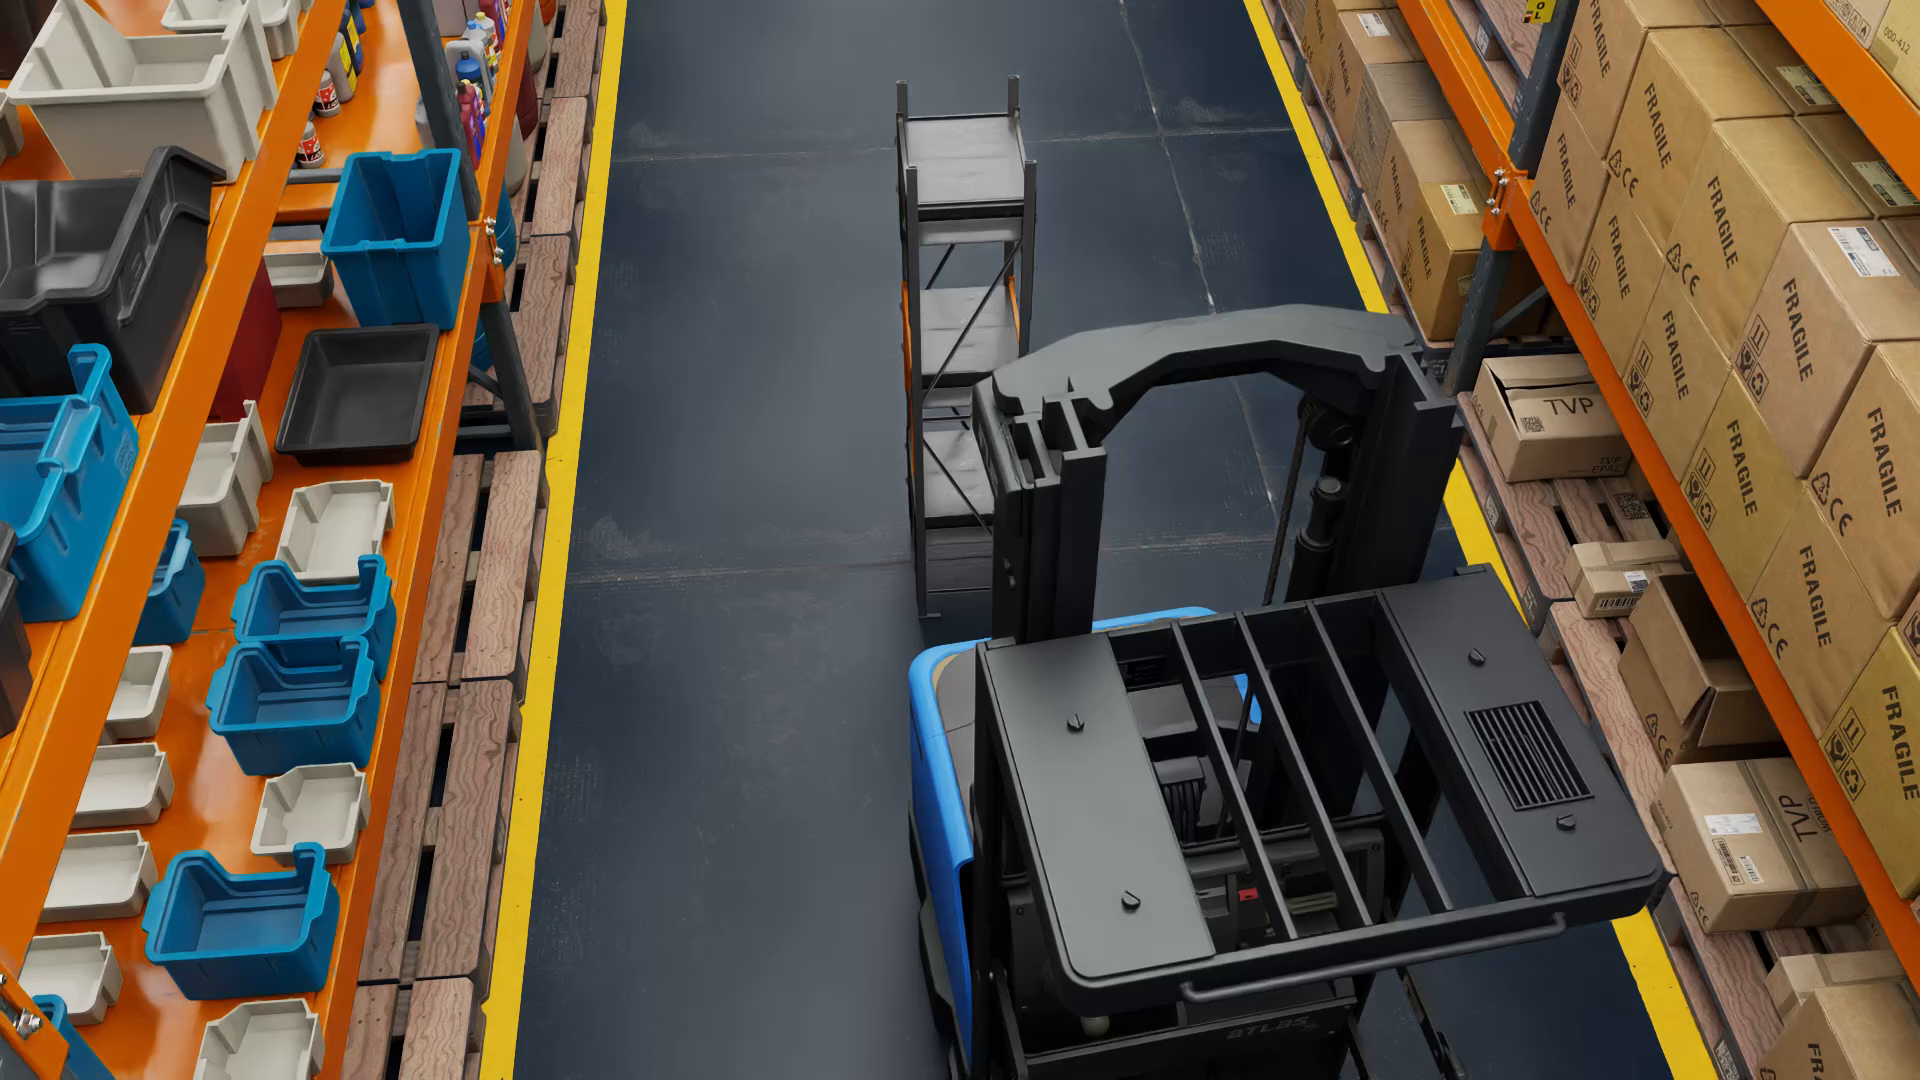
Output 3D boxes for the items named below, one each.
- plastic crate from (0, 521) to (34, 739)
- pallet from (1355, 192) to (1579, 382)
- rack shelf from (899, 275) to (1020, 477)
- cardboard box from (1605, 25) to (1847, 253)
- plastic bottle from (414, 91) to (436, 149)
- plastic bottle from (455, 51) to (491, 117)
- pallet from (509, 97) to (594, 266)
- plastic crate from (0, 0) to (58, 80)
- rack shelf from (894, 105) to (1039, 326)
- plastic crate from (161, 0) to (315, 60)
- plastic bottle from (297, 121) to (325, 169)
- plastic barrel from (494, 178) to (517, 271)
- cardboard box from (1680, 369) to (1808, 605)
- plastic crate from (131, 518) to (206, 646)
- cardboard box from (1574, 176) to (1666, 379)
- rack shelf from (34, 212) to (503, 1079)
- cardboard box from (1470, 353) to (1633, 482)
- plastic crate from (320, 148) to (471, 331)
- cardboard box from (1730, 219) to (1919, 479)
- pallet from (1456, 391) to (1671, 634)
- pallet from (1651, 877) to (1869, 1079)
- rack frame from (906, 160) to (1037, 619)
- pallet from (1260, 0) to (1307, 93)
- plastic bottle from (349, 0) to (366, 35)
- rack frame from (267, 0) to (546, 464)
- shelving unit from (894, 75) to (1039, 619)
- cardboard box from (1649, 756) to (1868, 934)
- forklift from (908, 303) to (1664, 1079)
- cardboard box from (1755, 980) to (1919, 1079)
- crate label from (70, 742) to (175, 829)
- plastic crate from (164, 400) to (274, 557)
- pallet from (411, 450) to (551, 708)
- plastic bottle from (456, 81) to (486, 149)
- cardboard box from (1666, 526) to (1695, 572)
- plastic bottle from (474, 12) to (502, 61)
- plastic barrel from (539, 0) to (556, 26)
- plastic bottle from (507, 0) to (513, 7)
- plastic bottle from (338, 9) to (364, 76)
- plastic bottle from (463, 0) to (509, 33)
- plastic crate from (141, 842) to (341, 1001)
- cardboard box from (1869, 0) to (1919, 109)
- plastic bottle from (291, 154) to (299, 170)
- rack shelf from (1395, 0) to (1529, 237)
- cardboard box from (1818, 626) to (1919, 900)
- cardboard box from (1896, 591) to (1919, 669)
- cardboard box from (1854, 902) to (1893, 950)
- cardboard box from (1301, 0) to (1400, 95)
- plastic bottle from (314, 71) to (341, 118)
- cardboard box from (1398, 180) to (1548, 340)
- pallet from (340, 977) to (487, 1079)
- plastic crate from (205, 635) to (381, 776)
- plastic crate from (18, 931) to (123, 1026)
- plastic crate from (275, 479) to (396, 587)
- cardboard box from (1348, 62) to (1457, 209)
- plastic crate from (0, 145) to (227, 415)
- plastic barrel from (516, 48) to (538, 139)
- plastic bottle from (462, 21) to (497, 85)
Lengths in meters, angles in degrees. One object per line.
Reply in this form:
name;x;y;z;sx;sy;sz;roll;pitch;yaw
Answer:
plastic crate;-1.716;0.286;2.573;0.497;0.269;0.590;-3;47;-3
pallet;2.534;-1.251;7.926;1.003;0.211;1.213;-3;47;-3
rack shelf;0.014;-0.593;6.021;0.431;0.518;0.480;-3;47;-3
cardboard box;2.443;-1.271;5.267;0.500;0.500;0.500;-5;47;-5
plastic bottle;-2.006;-1.612;6.382;0.144;0.351;0.185;-3;47;-3
plastic bottle;-1.949;-1.822;6.635;0.097;0.271;0.097;0;47;0
pallet;-2.425;-1.812;8.458;1.003;0.211;1.213;-3;47;-3
plastic crate;-2.465;-1.397;4.168;0.497;0.269;0.590;-3;47;-3
rack shelf;0.014;-1.074;5.512;0.431;0.518;0.480;-3;47;-3
plastic crate;-1.811;-1.369;4.233;0.293;0.136;0.466;-3;47;-3
plastic bottle;-2.529;-1.544;6.420;0.097;0.201;0.097;0;47;0
plastic barrel;-2.384;-1.656;7.544;0.600;0.901;0.708;-3;47;-3
cardboard box;2.541;-0.173;4.915;0.500;0.500;0.500;-4;47;-4
plastic crate;-2.389;0.135;4.767;0.416;0.233;0.300;-3;47;-3
cardboard box;2.457;-0.903;5.607;0.500;0.500;0.500;-3;47;-3
rack shelf;-2.129;0.369;4.967;1.077;0.370;4.000;-3;47;-3
cardboard box;2.460;-0.534;6.875;0.500;0.311;0.500;-3;47;-3
plastic crate;-1.917;-1.024;5.760;0.392;0.384;0.575;-3;47;-3
cardboard box;2.529;-0.525;4.561;0.500;0.500;0.500;-2;47;-2
pallet;2.697;-0.168;6.901;1.003;0.211;1.213;-3;47;-3
pallet;2.901;1.597;5.229;1.003;0.211;1.213;-3;47;-3
rack frame;0.034;-0.426;5.844;0.400;2.100;0.015;-3;47;-3
pallet;2.330;-3.017;9.598;1.003;0.211;1.213;-3;47;-3
plastic bottle;-2.613;-2.295;7.082;0.097;0.271;0.097;0;47;0
rack frame;-2.296;-1.326;6.076;1.000;3.000;0.127;-3;47;-3
shelving unit;0.014;-0.602;6.011;0.431;2.100;0.503;-3;47;-3
cardboard box;2.634;0.997;5.467;0.500;0.250;0.500;-3;47;-3
forklift;0.622;1.047;3.877;1.130;2.935;3.031;-8;47;-8
cardboard box;2.684;1.600;4.724;0.500;0.500;0.500;-3;47;-3
crate label;-2.268;0.649;4.346;0.396;0.136;0.243;-3;47;-3
plastic crate;-2.352;-0.190;5.040;0.437;0.282;0.530;-3;47;-3
pallet;-2.196;0.163;6.587;1.003;0.211;1.213;-3;47;-3
plastic bottle;-1.913;-1.673;6.486;0.061;0.283;0.133;-3;47;-3
cardboard box;3.033;0.087;6.287;0.500;0.311;0.500;-3;47;-3
plastic bottle;-1.985;-2.107;6.953;0.097;0.201;0.097;0;47;0
plastic barrel;-2.573;-3.265;9.118;0.600;0.830;0.708;-3;47;-3
plastic bottle;-2.052;-2.479;7.254;0.152;0.276;0.135;-3;47;-3
plastic bottle;-2.571;-2.096;6.840;0.144;0.351;0.185;-3;47;-3
plastic bottle;-2.033;-2.311;7.095;0.152;0.276;0.135;-3;47;-3
plastic crate;-1.709;0.930;4.013;0.416;0.233;0.300;-3;47;-3
cardboard box;2.558;-1.152;3.949;0.500;0.250;0.500;-3;47;-3
plastic bottle;-2.651;-1.549;6.373;0.152;0.276;0.135;-3;47;-3
rack shelf;2.473;-2.824;7.990;1.077;0.370;4.000;-3;47;-3
cardboard box;2.619;0.553;4.228;0.500;0.500;0.500;-3;47;-3
cardboard box;2.620;0.221;3.854;0.500;0.500;0.500;-2;47;-2
cardboard box;3.170;1.292;5.188;0.500;0.250;0.500;-3;47;-3
cardboard box;2.145;-2.722;8.817;0.500;0.500;0.500;-4;47;-4
plastic bottle;-2.559;-1.808;6.670;0.097;0.201;0.097;0;47;0
cardboard box;2.313;-1.255;7.428;0.500;0.500;0.500;-4;47;-4
pallet;-1.992;1.928;4.915;1.003;0.211;1.213;-3;47;-3
plastic crate;-1.764;0.454;4.465;0.416;0.233;0.300;-3;47;-3
plastic crate;-2.210;1.059;3.958;0.396;0.136;0.243;-3;47;-3
plastic crate;-1.851;-0.014;4.974;0.293;0.136;0.466;-3;47;-3
cardboard box;2.239;-1.976;8.111;0.500;0.500;0.500;-3;47;-3
plastic crate;-1.815;-0.564;3.331;0.504;0.338;0.767;-3;47;-3
plastic barrel;-2.479;-2.365;8.432;0.600;0.588;0.708;-3;47;-3
plastic bottle;-1.968;-1.990;6.794;0.097;0.271;0.097;0;47;0
